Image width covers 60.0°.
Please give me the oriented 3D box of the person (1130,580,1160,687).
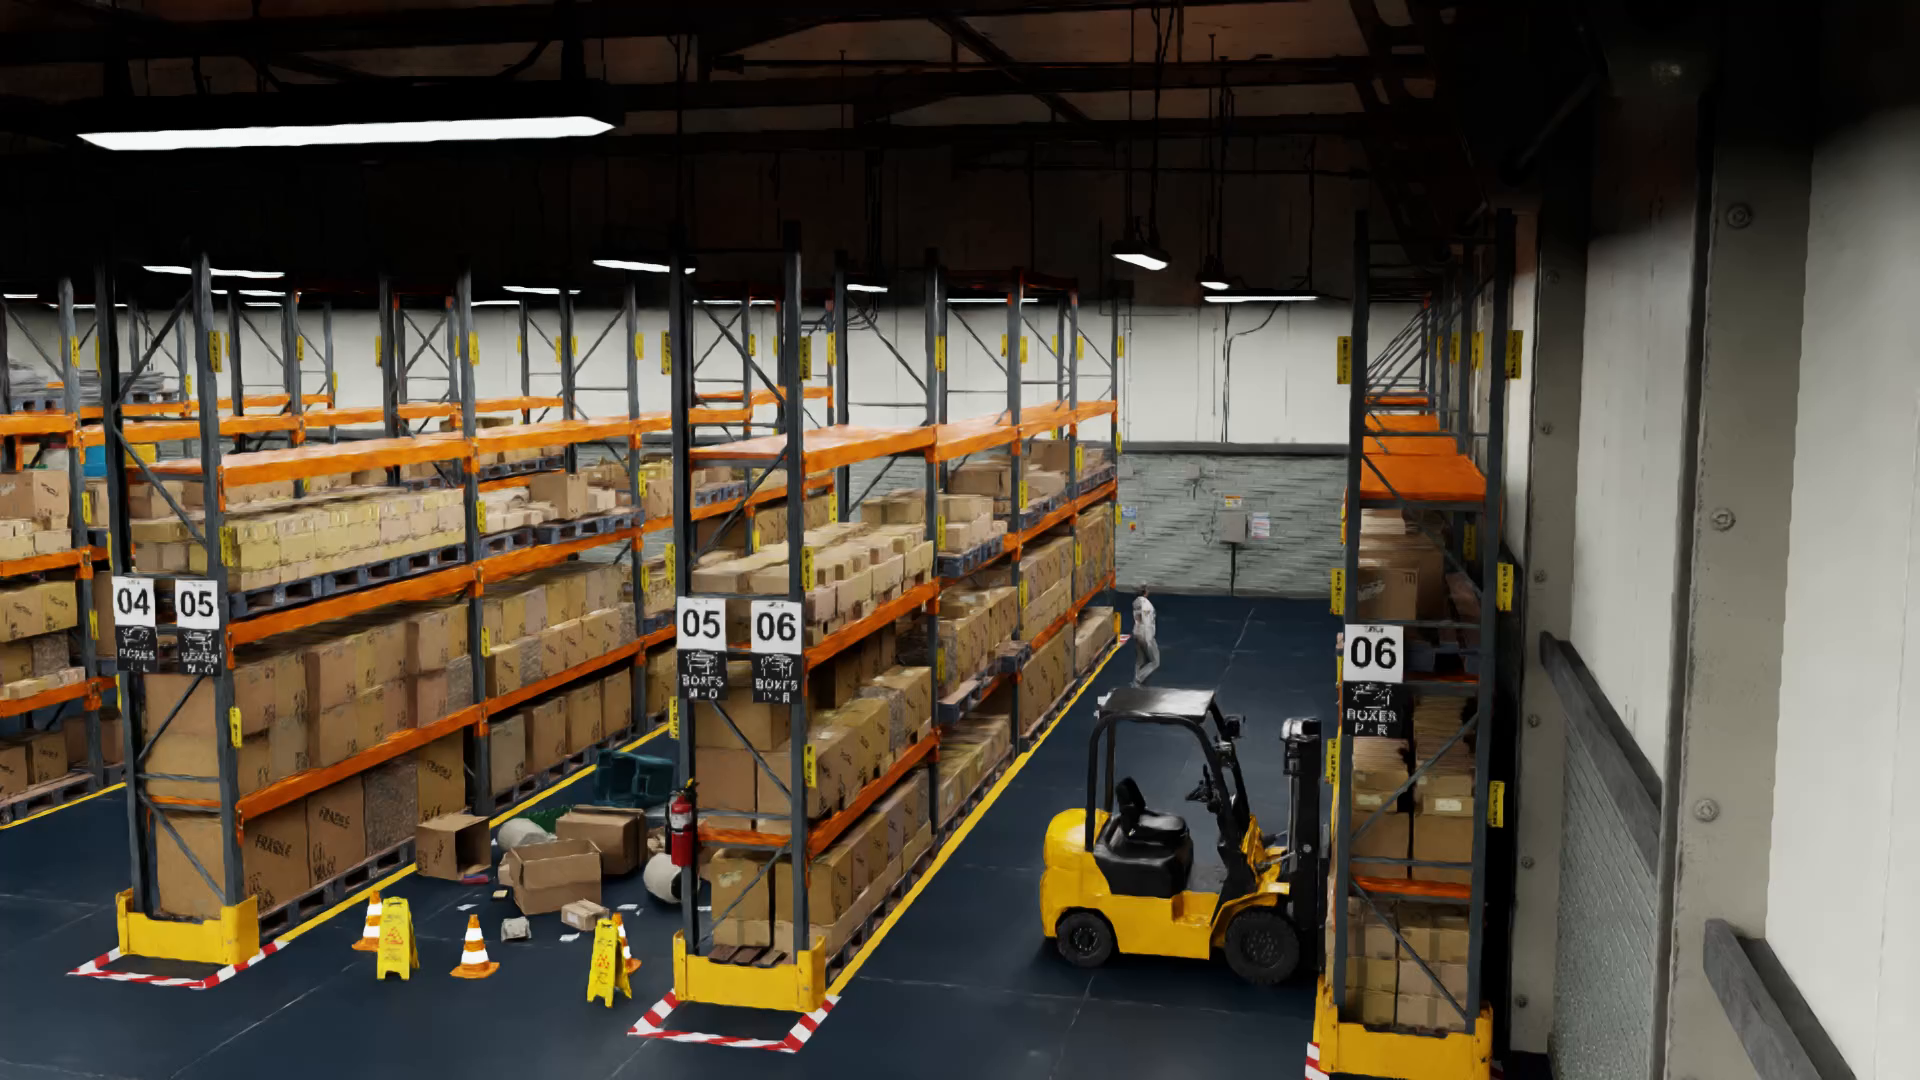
[{"bbox_3d":[2.624,1.417,23.973,0.414,1.675,0.517,-2,7,-16],"label":"person"}]
